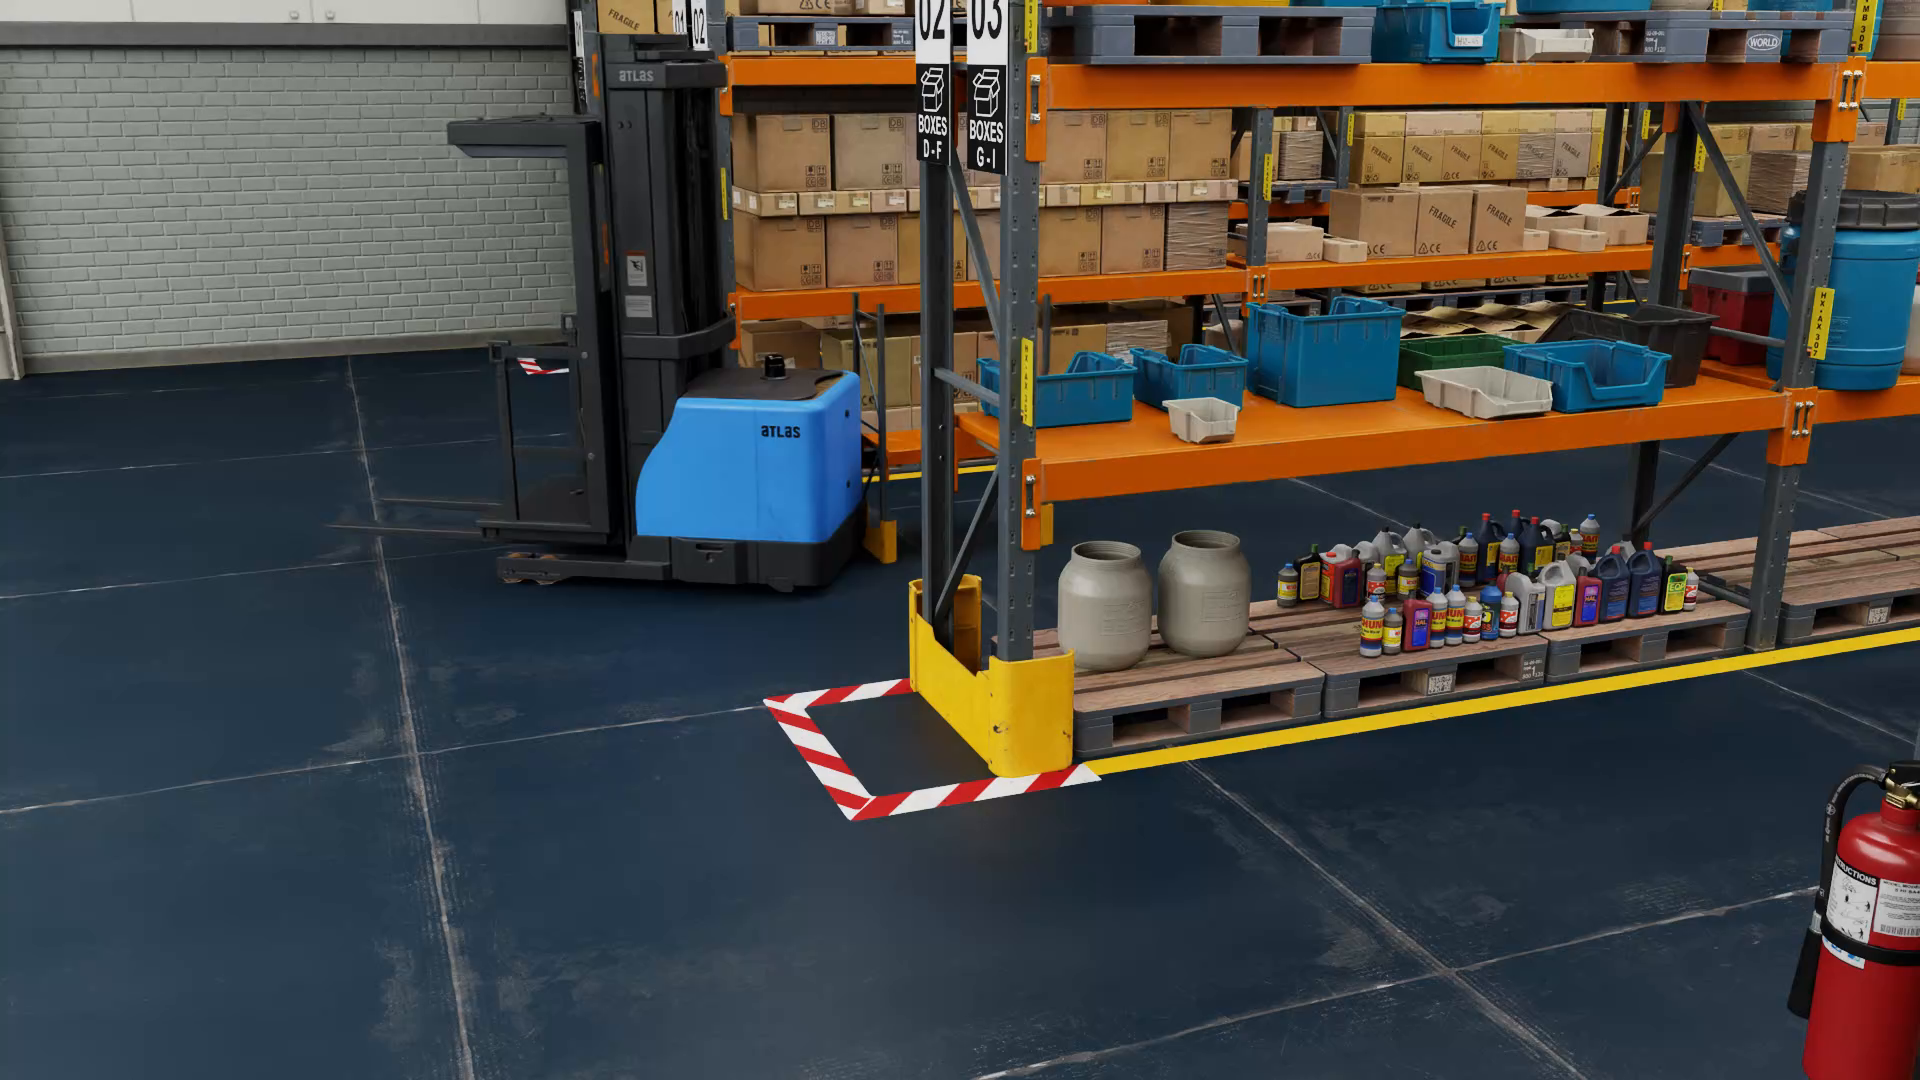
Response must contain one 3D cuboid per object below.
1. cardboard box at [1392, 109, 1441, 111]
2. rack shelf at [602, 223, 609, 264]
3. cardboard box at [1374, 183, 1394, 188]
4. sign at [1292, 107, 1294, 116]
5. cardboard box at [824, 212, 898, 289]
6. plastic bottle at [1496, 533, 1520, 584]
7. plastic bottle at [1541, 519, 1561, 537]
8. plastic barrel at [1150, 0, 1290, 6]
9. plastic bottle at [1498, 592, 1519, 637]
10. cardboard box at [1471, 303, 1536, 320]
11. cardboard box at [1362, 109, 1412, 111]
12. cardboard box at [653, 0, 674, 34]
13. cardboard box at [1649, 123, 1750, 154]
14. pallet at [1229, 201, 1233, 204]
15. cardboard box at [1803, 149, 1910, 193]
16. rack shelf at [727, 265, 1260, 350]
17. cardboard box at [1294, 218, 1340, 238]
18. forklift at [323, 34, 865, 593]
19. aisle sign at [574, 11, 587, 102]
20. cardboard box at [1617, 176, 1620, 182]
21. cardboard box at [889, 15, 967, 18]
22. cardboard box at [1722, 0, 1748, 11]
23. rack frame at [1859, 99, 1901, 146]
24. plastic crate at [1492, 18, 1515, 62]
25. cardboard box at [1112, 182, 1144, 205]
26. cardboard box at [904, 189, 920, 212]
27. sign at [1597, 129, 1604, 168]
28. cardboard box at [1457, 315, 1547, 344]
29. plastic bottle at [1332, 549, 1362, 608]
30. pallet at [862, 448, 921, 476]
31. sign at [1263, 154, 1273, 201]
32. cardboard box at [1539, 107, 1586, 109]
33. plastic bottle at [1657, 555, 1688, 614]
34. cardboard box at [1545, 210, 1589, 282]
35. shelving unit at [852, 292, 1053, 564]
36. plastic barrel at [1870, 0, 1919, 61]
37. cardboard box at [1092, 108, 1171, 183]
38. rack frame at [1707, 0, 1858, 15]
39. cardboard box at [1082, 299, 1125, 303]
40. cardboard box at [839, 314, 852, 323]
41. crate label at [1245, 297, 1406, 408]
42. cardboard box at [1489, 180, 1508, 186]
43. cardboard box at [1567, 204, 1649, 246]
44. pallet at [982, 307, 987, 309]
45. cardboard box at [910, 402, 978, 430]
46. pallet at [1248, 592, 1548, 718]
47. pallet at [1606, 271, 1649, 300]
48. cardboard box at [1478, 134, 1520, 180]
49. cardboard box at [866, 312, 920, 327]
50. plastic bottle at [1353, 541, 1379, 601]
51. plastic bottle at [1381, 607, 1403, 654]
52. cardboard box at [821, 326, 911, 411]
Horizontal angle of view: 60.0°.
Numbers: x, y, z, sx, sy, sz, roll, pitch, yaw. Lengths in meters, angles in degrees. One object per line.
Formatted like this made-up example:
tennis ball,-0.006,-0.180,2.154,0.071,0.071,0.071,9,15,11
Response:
cardboard box,5.283,-4.802,19.056,0.500,0.250,0.500,-7,18,-21
rack shelf,-1.615,-3.076,16.526,4.000,0.370,1.077,-6,17,-20
cardboard box,4.616,-3.911,18.502,0.250,0.149,0.380,-6,17,-19
sign,3.786,-4.727,18.818,0.005,0.325,0.100,-6,17,-20
cardboard box,-0.778,-2.062,11.621,0.500,0.500,0.700,-6,17,-19
plastic bottle,2.803,0.100,8.494,0.097,0.271,0.097,0,16,0
plastic bottle,3.051,0.036,8.705,0.135,0.276,0.152,-5,17,-18
plastic barrel,1.081,-2.492,6.859,0.600,0.588,0.600,0,16,0
plastic bottle,2.565,0.342,7.794,0.097,0.201,0.097,0,16,0
cardboard box,4.682,-1.844,14.192,0.500,0.311,0.500,-7,18,-21
cardboard box,4.803,-4.751,18.883,0.500,0.250,0.500,-7,18,-22
cardboard box,-2.567,-4.729,15.342,0.500,0.500,0.500,-5,17,-16
cardboard box,8.919,-4.696,20.233,0.700,0.700,0.980,-7,18,-21
pallet,2.154,-3.724,17.796,1.213,0.211,1.003,-6,17,-20
cardboard box,7.871,-3.182,14.686,0.500,0.500,0.700,-11,20,-34
rack shelf,0.161,-1.773,12.089,4.000,0.370,1.077,-6,17,-20
cardboard box,2.784,-2.392,13.160,0.258,0.266,0.396,-7,18,-21
forklift,-2.128,-1.298,9.316,3.031,2.935,1.130,3,17,9
aisle sign,-3.443,-4.381,15.078,0.004,0.787,0.394,-6,17,-20
cardboard box,7.508,-4.210,19.521,0.250,0.149,0.380,-6,17,-20
cardboard box,-0.207,-3.823,11.635,0.500,0.311,0.500,-4,17,-14
cardboard box,6.159,-4.263,13.791,0.500,0.500,0.910,-6,17,-20
rack frame,11.458,-4.833,21.231,0.127,3.000,1.000,-6,17,-20
plastic crate,2.226,-2.266,7.545,0.450,0.188,0.336,-6,17,-20
cardboard box,1.131,-2.517,12.017,0.250,0.149,0.380,-6,17,-20
cardboard box,-0.300,-2.363,11.493,0.250,0.149,0.380,-7,18,-22
sign,5.560,-3.383,14.379,0.005,0.325,0.100,-6,17,-20
cardboard box,4.407,-1.653,13.542,0.500,0.311,0.500,-6,17,-20
plastic bottle,1.904,0.189,8.173,0.133,0.283,0.061,-6,17,-20
pallet,-1.008,-0.667,11.994,1.213,0.211,1.003,-6,17,-20
sign,2.228,-2.627,12.045,0.005,0.325,0.100,-6,17,-20
cardboard box,7.200,-5.012,19.769,0.500,0.250,0.500,-6,17,-18
plastic bottle,3.466,0.211,8.095,0.133,0.283,0.061,-5,17,-17
cardboard box,7.162,-3.500,19.762,0.750,0.750,0.750,-6,17,-19
shelving unit,-0.044,-0.714,9.866,1.083,1.500,0.587,-6,18,-20
plastic barrel,4.805,-2.870,8.336,0.600,0.901,0.600,0,16,0
cardboard box,1.145,-2.893,12.145,0.500,0.500,0.700,-6,17,-20
rack frame,3.797,-3.895,7.390,0.127,3.000,1.000,-6,17,-20
cardboard box,1.398,-2.778,17.892,0.500,0.500,0.700,-7,18,-21
cardboard box,-1.248,-2.310,16.920,0.250,0.149,0.380,-8,18,-25
crate label,1.684,-0.887,7.731,0.616,0.435,0.502,-6,17,-20
cardboard box,6.054,-4.070,19.043,0.250,0.149,0.380,-6,17,-18
cardboard box,5.408,-2.655,13.975,0.500,0.311,0.500,-5,17,-17
pallet,0.979,-2.364,17.773,1.213,0.211,1.003,-6,17,-20
cardboard box,-0.194,-0.896,11.960,0.500,0.250,0.500,-6,17,-20
pallet,2.014,0.503,8.012,1.213,0.211,1.003,-6,17,-20
pallet,8.461,-3.148,20.442,1.213,0.211,1.003,-6,17,-20
cardboard box,5.972,-4.363,18.890,0.500,0.500,0.500,-6,17,-19
cardboard box,-0.384,-1.396,12.331,0.500,0.500,0.500,-6,17,-20
plastic bottle,1.995,0.150,8.317,0.135,0.276,0.152,-7,18,-22
plastic bottle,1.963,0.407,7.573,0.097,0.201,0.097,0,16,0
cardboard box,-0.660,-1.205,11.682,0.500,0.500,0.500,-6,17,-20
